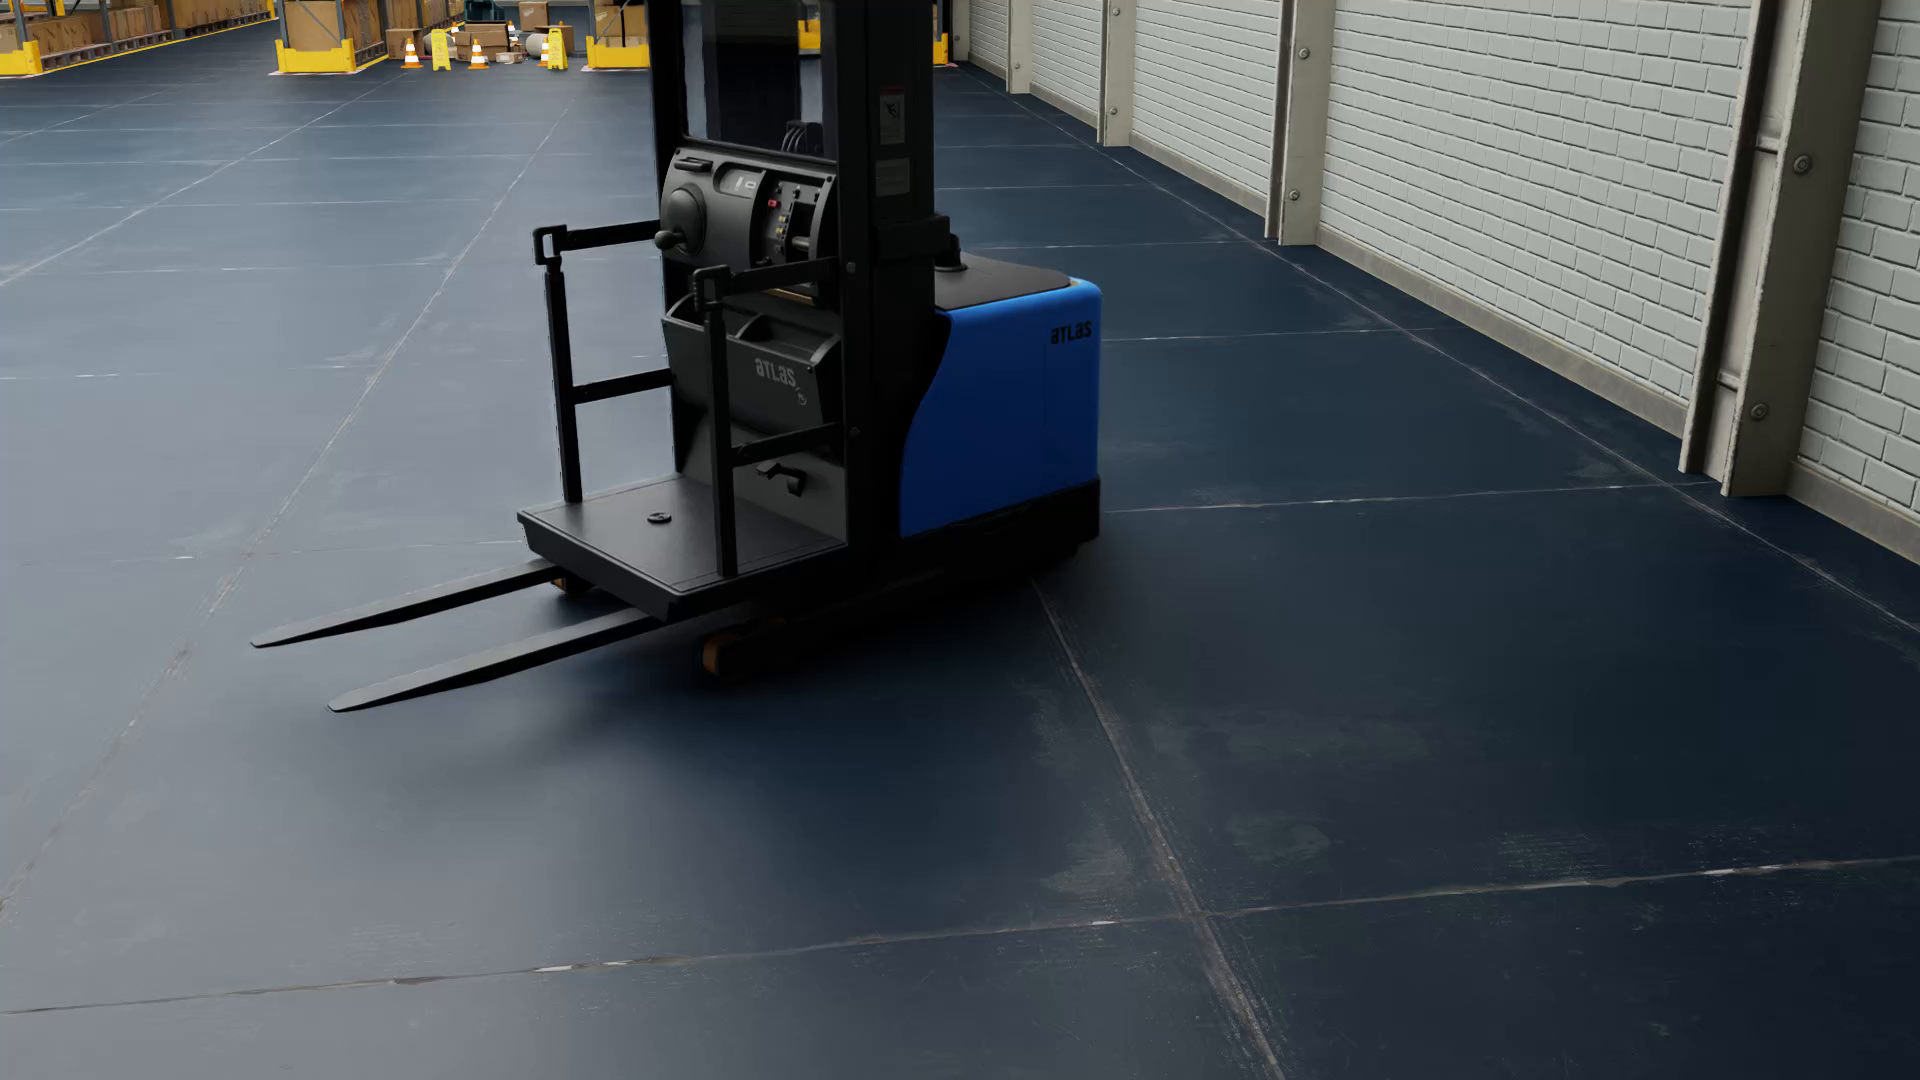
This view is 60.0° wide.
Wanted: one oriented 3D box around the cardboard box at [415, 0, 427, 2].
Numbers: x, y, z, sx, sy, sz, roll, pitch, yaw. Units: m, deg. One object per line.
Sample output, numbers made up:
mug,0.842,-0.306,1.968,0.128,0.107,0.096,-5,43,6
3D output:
cardboard box,-11.608,-11.552,35.260,0.500,0.250,0.500,-4,21,-10

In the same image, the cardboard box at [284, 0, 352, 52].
cardboard box,-10.758,-8.587,27.857,0.875,0.875,0.875,-3,21,-7

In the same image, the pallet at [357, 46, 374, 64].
pallet,-10.960,-8.542,29.286,1.003,0.211,1.213,-3,21,-8

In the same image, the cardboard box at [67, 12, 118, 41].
cardboard box,-16.161,-9.573,31.003,0.700,0.500,0.500,-5,21,-12

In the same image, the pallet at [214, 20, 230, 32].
pallet,-17.061,-11.524,37.270,1.003,0.211,1.213,-3,21,-8

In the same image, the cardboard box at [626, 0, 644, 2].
cardboard box,-5.787,-9.540,30.229,0.500,0.500,0.500,-2,21,-5

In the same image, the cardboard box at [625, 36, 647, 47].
cardboard box,-5.554,-8.641,28.894,0.500,0.250,0.500,-3,21,-8

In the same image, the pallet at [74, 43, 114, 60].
pallet,-15.962,-8.787,29.941,1.003,0.211,1.213,-3,21,-8

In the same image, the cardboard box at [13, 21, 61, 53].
cardboard box,-15.783,-8.605,28.440,0.500,0.500,0.500,-1,21,-3

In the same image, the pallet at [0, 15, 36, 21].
pallet,-22.472,-12.214,39.116,1.003,0.211,1.213,-3,21,-8

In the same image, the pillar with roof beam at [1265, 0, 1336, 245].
pillar with roof beam,-1.674,-6.338,10.825,9.100,9.000,0.400,-3,21,-8

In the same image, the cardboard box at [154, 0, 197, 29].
cardboard box,-16.750,-11.150,34.720,1.225,0.875,0.875,-4,21,-10

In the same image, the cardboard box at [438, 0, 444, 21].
cardboard box,-11.895,-11.914,37.299,0.500,0.500,0.500,-3,21,-9

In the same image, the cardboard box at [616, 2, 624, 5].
cardboard box,-6.229,-9.319,29.637,0.500,0.500,0.500,-3,21,-9

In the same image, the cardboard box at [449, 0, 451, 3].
cardboard box,-12.150,-12.677,38.995,0.380,0.149,0.250,-2,21,-5

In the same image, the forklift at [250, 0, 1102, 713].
forklift,-0.885,-1.113,5.507,3.031,2.935,1.130,-17,27,-39

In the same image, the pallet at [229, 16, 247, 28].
pallet,-17.279,-12.055,38.690,1.003,0.211,1.213,-3,21,-8

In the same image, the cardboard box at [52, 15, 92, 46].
cardboard box,-16.076,-9.209,30.059,0.500,0.500,0.500,-4,21,-9

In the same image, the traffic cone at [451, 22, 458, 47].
traffic cone,-9.870,-9.891,32.538,0.336,0.463,0.334,-3,21,-8

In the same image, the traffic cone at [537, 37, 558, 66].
traffic cone,-7.050,-8.334,28.369,0.336,0.463,0.334,-3,21,-8

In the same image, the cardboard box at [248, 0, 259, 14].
cardboard box,-17.521,-13.148,40.067,0.875,0.875,0.875,-3,21,-8

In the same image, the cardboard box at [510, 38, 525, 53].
cardboard box,-8.294,-9.153,30.843,0.396,0.266,0.258,17,27,39

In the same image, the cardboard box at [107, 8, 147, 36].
cardboard box,-16.373,-10.126,32.484,0.700,0.500,0.500,-1,21,-3

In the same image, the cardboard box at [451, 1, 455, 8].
cardboard box,-12.309,-12.807,39.768,0.380,0.149,0.250,-2,21,-5

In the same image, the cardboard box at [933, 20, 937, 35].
cardboard box,-0.662,-9.007,29.159,0.500,0.250,0.500,-3,21,-7

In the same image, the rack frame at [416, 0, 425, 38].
rack frame,-11.748,-11.924,34.355,1.000,3.000,0.127,-3,21,-8

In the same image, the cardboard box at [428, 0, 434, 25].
cardboard box,-11.673,-11.382,35.875,0.500,0.500,0.500,-3,21,-7

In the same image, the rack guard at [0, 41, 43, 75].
rack guard,-15.528,-7.794,26.871,1.175,0.500,0.348,-3,21,-8

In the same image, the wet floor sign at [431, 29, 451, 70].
wet floor sign,-8.631,-8.141,27.592,0.267,0.644,0.232,-7,21,-17

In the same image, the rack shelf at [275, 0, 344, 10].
rack shelf,-10.883,-9.510,28.919,1.077,0.370,4.000,-3,21,-8

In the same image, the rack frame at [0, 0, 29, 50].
rack frame,-15.517,-8.939,26.363,1.000,3.000,0.127,-3,21,-8

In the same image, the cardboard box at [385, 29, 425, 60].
cardboard box,-9.932,-8.884,29.784,0.500,0.500,0.500,1,20,2

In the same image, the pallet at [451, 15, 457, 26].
pallet,-12.456,-12.234,39.169,1.003,0.211,1.213,-3,21,-8

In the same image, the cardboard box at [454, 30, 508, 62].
cardboard box,-8.469,-8.750,29.424,0.637,0.503,0.797,17,27,39

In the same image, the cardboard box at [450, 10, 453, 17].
cardboard box,-12.059,-12.313,38.869,0.380,0.149,0.250,-4,21,-10

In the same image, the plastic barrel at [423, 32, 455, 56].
plastic barrel,-9.490,-9.017,30.253,0.512,0.421,0.421,12,24,30

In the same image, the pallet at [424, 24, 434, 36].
pallet,-11.859,-10.889,35.568,1.003,0.211,1.213,-3,21,-8

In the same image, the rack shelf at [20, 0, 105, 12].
rack shelf,-15.806,-9.295,28.343,1.077,0.370,4.000,-3,21,-8

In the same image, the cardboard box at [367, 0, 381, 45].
cardboard box,-11.150,-9.519,30.353,0.875,0.875,0.875,-3,21,-7

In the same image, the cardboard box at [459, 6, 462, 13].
cardboard box,-12.362,-12.938,40.544,0.380,0.149,0.250,-3,21,-7

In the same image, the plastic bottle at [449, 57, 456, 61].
plastic bottle,-9.017,-8.507,29.405,0.133,0.061,0.283,-11,23,-26

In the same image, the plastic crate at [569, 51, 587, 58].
plastic crate,-6.873,-8.871,30.354,0.402,0.080,0.583,-11,23,-26

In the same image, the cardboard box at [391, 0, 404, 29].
cardboard box,-11.485,-10.227,32.425,1.050,0.750,0.750,-3,21,-8

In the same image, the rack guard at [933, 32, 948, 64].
rack guard,-0.796,-8.511,28.790,1.175,0.500,0.348,-3,21,-8

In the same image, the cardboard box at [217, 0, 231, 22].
cardboard box,-17.135,-12.075,37.195,1.225,0.875,0.875,-3,21,-8

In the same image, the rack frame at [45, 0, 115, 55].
rack frame,-16.094,-10.324,30.071,1.000,3.000,0.127,-3,21,-8

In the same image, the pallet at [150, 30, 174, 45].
pallet,-16.560,-10.132,33.542,1.003,0.211,1.213,-3,21,-8

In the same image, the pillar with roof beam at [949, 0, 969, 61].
pillar with roof beam,-4.268,-12.570,27.511,9.100,9.000,0.400,-3,21,-8

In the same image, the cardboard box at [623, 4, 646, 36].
cardboard box,-5.558,-9.000,28.785,0.500,0.500,0.500,-4,21,-10
